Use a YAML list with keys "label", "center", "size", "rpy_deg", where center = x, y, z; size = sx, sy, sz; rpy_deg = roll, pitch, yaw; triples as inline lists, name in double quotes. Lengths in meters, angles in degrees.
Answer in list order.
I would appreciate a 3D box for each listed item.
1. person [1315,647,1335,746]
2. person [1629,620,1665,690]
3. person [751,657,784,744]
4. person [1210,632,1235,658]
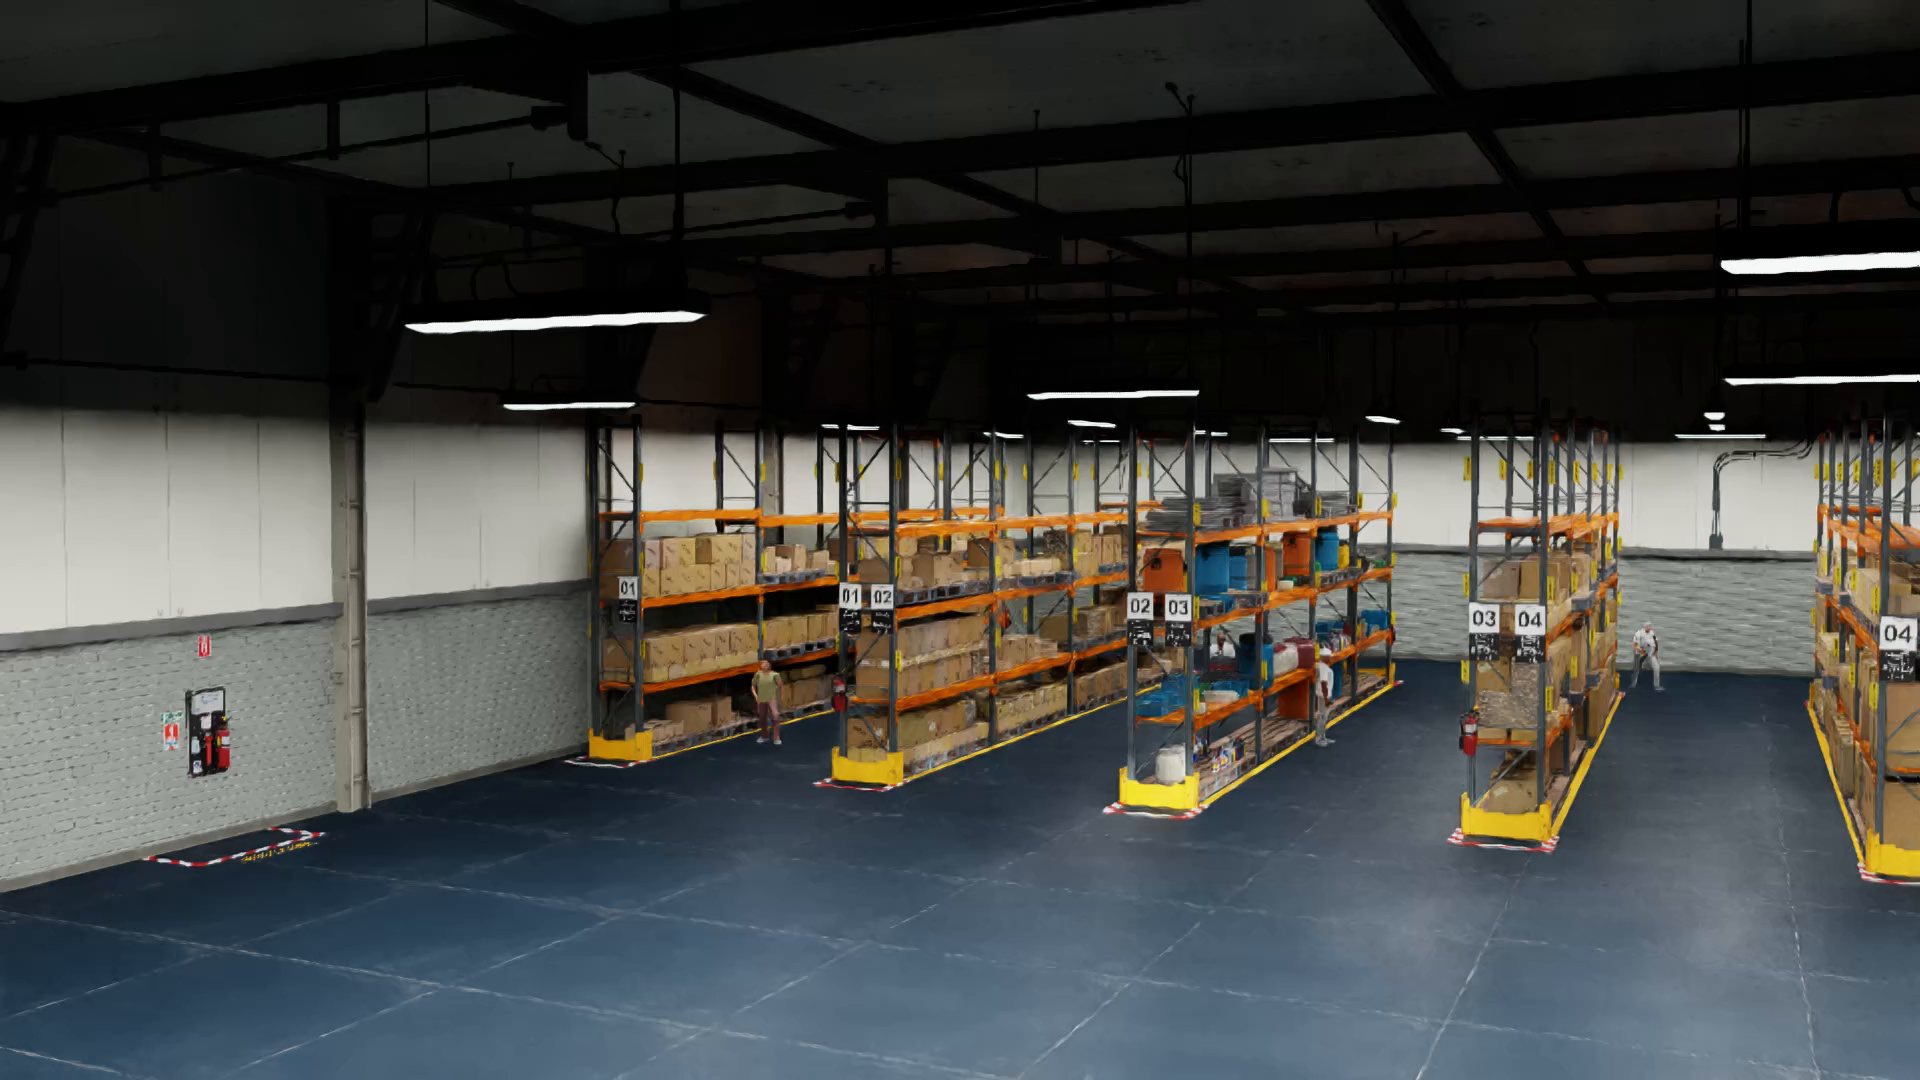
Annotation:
- label: "person"
  center: [6.682, 2.815, 30.435]
  size: [0.371, 1.709, 0.644]
  rpy_deg: [0, 2, 11]
- label: "person"
  center: [15.762, 2.626, 38.191]
  size: [0.660, 1.596, 0.811]
  rpy_deg: [0, 2, 7]
- label: "person"
  center: [-3.520, 2.936, 30.497]
  size: [0.613, 1.617, 0.770]
  rpy_deg: [0, 2, 4]
- label: "person"
  center: [5.377, 2.728, 34.191]
  size: [0.598, 1.698, 1.194]
  rpy_deg: [1, 3, 27]
